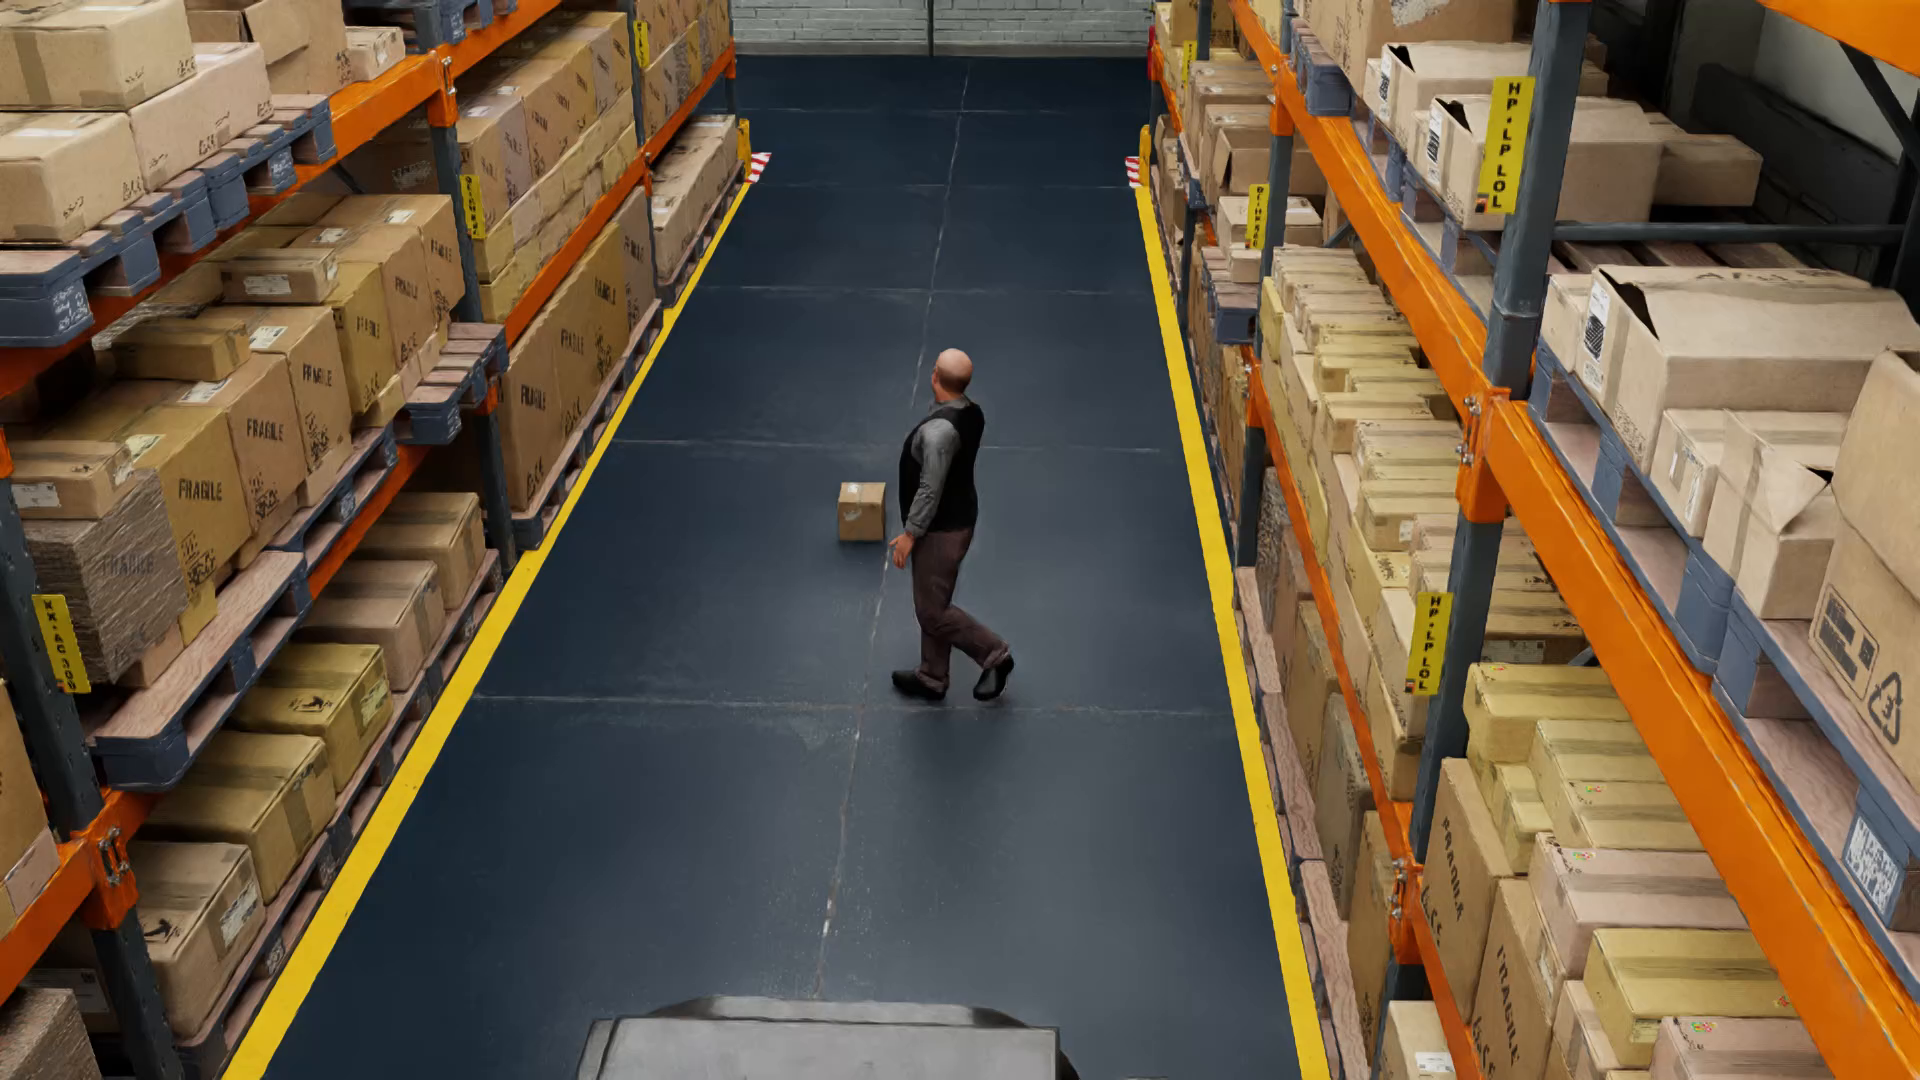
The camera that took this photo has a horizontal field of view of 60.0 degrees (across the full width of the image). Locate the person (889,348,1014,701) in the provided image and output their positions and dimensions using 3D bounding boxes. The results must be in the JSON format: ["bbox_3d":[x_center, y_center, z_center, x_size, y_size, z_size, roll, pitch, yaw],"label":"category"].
[{"bbox_3d":[-0.029,-0.053,7.786,0.604,1.689,0.607,3,28,6],"label":"person"}]
